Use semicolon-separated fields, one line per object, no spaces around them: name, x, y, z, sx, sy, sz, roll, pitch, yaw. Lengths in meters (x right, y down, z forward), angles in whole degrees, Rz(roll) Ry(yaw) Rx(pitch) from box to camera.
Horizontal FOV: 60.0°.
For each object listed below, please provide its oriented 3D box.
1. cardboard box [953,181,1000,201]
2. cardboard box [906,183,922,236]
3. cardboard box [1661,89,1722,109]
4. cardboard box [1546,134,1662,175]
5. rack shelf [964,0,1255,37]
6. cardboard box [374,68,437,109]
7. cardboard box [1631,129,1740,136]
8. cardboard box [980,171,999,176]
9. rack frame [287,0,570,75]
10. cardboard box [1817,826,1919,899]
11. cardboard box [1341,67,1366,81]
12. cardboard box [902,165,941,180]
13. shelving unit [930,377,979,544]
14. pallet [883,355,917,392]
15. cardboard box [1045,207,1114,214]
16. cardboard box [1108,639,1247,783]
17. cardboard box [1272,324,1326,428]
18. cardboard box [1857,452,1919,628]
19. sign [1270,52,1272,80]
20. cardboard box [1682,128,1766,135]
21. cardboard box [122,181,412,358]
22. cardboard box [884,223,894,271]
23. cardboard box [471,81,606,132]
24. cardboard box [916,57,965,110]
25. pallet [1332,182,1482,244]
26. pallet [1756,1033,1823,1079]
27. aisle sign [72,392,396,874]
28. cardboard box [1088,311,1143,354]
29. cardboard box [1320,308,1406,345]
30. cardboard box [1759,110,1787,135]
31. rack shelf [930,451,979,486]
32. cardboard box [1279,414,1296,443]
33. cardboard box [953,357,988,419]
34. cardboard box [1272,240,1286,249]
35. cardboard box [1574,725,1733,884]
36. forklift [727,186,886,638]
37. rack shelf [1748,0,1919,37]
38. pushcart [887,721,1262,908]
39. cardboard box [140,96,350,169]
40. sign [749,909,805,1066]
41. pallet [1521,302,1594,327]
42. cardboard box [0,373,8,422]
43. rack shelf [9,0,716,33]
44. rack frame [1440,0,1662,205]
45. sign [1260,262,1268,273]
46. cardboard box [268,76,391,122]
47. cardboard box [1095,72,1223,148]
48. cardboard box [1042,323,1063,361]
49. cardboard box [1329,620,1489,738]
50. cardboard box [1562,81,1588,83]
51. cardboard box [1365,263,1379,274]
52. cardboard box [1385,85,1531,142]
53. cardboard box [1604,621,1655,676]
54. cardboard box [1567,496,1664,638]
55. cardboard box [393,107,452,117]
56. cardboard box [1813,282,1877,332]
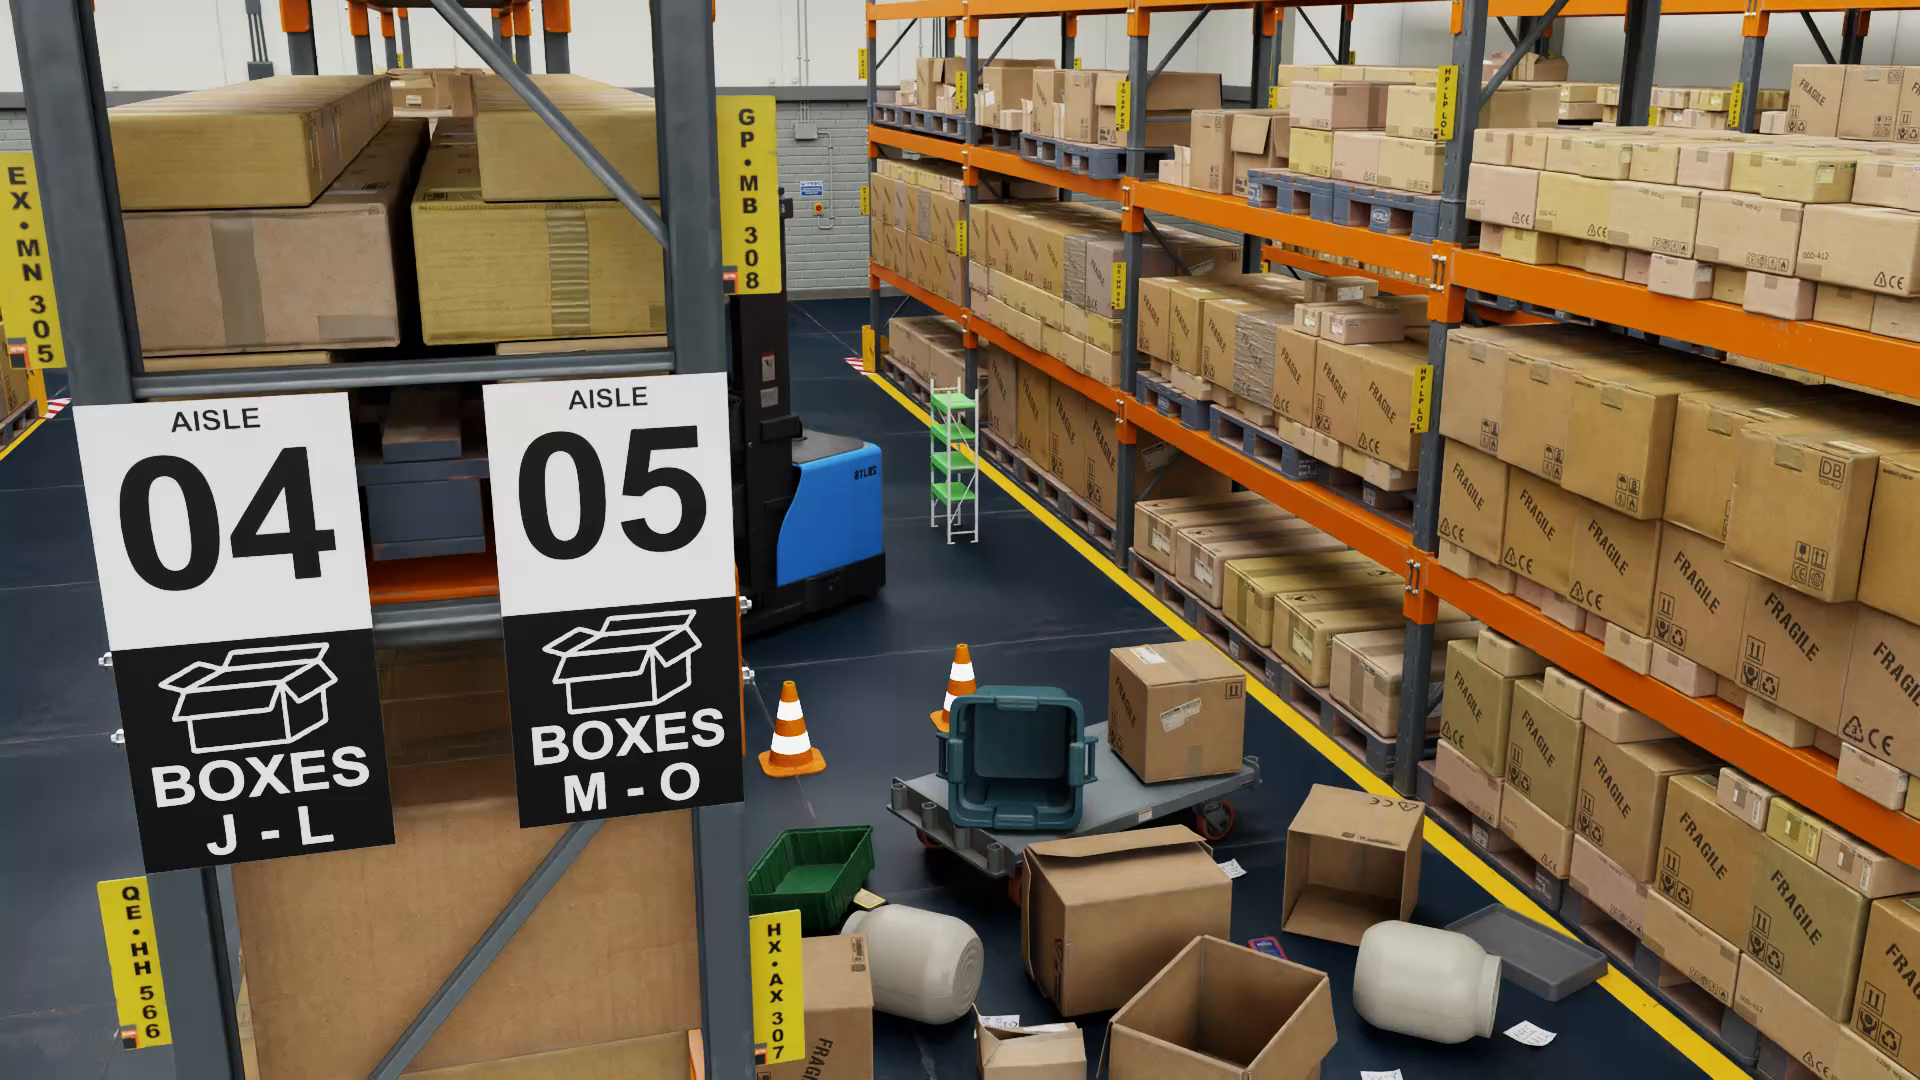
cardboard box;0.155;-3.275;15.601;0.380;0.149;0.250;-5;17;-16
cardboard box;-0.260;-3.433;17.256;0.500;0.500;0.500;-5;17;-15
cardboard box;5.945;-3.585;13.509;0.380;0.149;0.250;-5;18;-17
cardboard box;2.680;-1.606;6.923;0.380;0.149;0.250;-5;18;-17
rack shelf;1.095;-4.161;13.109;1.077;0.370;4.000;-5;17;-15
cardboard box;-3.448;-2.794;10.322;0.396;0.266;0.258;-5;17;-15
cardboard box;3.186;-1.727;7.322;0.380;0.149;0.250;-5;17;-17
cardboard box;0.309;-3.672;16.923;0.380;0.149;0.250;-5;17;-15
rack frame;-1.988;-2.619;6.027;1.000;3.000;0.127;-5;17;-15
cardboard box;3.207;1.091;5.726;0.380;0.149;0.250;-4;17;-14
cardboard box;4.521;-5.061;18.248;0.500;0.250;0.500;-4;17;-14
cardboard box;-0.408;-3.914;17.727;0.380;0.149;0.250;-5;17;-15
shelving unit;-0.045;-0.620;12.932;0.258;1.200;0.503;-5;17;-15
pallet;-0.259;-1.933;19.022;1.003;0.211;1.213;-5;17;-15
cardboard box;1.059;-2.658;14.675;0.500;0.500;0.500;-4;17;-14
cardboard box;1.041;0.819;8.041;0.500;0.500;0.500;-5;17;-15
cardboard box;2.123;-0.946;9.467;0.500;0.500;0.500;-4;17;-13
cardboard box;3.361;0.008;5.283;0.700;0.500;0.500;-5;17;-15
sign;3.696;-5.690;19.946;0.100;0.325;0.005;-5;17;-15
cardboard box;6.042;-3.152;13.278;0.500;0.250;0.500;-5;18;-17
cardboard box;-1.292;-0.508;3.056;0.500;0.250;0.500;-4;17;-15
cardboard box;-0.532;-3.239;18.346;0.500;0.500;0.500;-5;17;-16
cardboard box;-1.235;-1.267;4.890;0.380;0.149;0.250;-5;17;-16
cardboard box;-0.144;-4.648;16.920;0.500;0.500;0.500;-4;17;-14
pallet;2.677;-1.690;8.478;1.213;0.211;1.003;-5;17;-15
pallet;3.633;2.029;5.831;1.003;0.211;1.213;-5;17;-15
aisle sign;-1.157;0.159;2.689;0.394;0.787;0.004;-5;17;-15
cardboard box;1.267;-1.553;12.298;0.500;0.250;0.500;-5;17;-15
cardboard box;2.198;-1.166;9.072;0.380;0.149;0.250;-5;17;-17
cardboard box;6.220;-3.118;12.406;0.380;0.166;0.250;-5;17;-15
rack shelf;-0.045;-0.559;12.950;0.258;0.148;0.480;-5;17;-15
cardboard box;2.071;-0.649;9.606;0.380;0.149;0.250;-5;17;-15
cardboard box;0.476;-1.534;16.567;0.875;0.438;0.875;-5;17;-16
cardboard box;4.044;-3.644;20.307;0.380;0.149;0.250;-5;17;-16
cardboard box;2.946;1.067;6.931;0.500;0.500;0.500;-4;17;-12
forklift;-1.870;-0.800;10.521;1.130;2.935;3.031;14;22;39
rack shelf;6.966;-3.448;10.736;1.077;0.370;4.000;-5;17;-15
pushcart;0.565;1.285;8.017;1.648;0.377;0.936;-12;20;-34
cardboard box;-1.518;-0.864;3.547;0.380;0.149;0.250;-4;17;-14
sign;-0.353;0.866;3.211;0.100;0.325;0.005;-5;17;-15
pallet;5.877;-2.110;15.097;1.003;0.211;1.213;-5;17;-15
cardboard box;-9.579;-1.462;15.567;0.875;0.875;0.875;-5;17;-15
rack shelf;-1.438;-1.529;4.346;1.077;0.370;4.000;-5;17;-15
rack frame;2.744;-3.038;7.423;1.000;3.000;0.127;-5;17;-15
sign;2.164;-1.833;11.966;0.100;0.325;0.005;-5;17;-15
cardboard box;-2.143;-1.494;5.646;0.380;0.149;0.250;-5;17;-16
cardboard box;1.396;-3.051;11.770;0.797;0.503;0.637;-6;18;-19
cardboard box;0.978;-1.599;13.323;0.500;0.250;0.500;-5;17;-16
cardboard box;2.597;0.748;9.086;0.950;0.372;0.625;-4;17;-15
cardboard box;5.744;-4.194;15.503;0.380;0.149;0.250;-4;17;-14
cardboard box;4.656;-3.002;18.170;0.380;0.149;0.250;-5;17;-16
cardboard box;2.462;-2.120;8.244;0.500;0.250;0.500;-4;17;-14
cardboard box;2.865;0.423;6.767;0.380;0.149;0.250;-5;17;-15
cardboard box;2.883;0.066;6.828;0.500;0.500;0.500;-5;17;-16
cardboard box;-3.100;-2.277;9.356;0.500;0.311;0.500;-5;17;-15
cardboard box;3.151;-0.807;5.649;0.380;0.149;0.250;-5;17;-17
